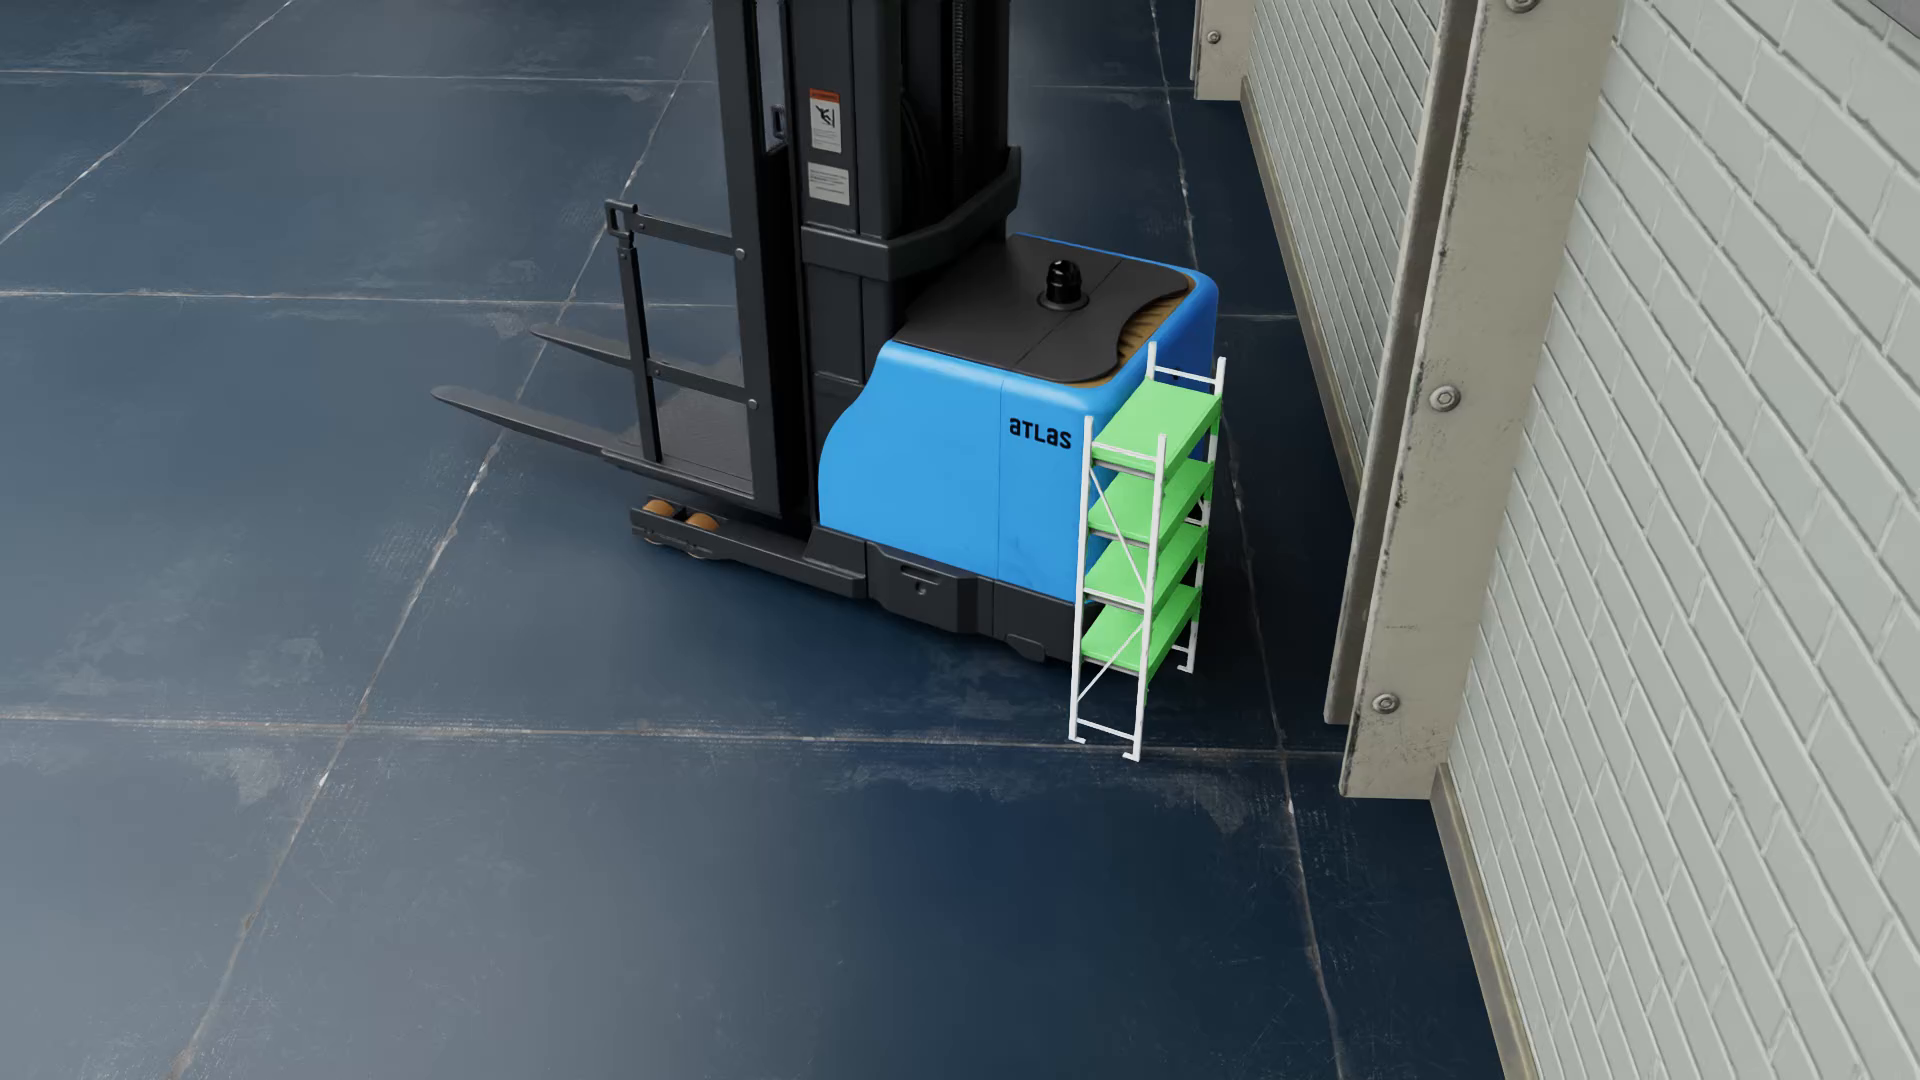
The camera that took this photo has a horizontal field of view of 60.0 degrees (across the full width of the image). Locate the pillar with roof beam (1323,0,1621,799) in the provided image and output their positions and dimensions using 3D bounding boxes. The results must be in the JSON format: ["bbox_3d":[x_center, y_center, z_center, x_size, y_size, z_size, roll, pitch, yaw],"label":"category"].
[{"bbox_3d":[-2.966,-3.101,2.836,9.100,9.000,0.400,1,35,2],"label":"pillar with roof beam"}]

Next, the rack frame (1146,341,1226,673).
[{"bbox_3d":[0.679,-0.076,5.314,0.240,1.200,0.015,16,38,22],"label":"rack frame"}]

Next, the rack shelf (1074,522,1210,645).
[{"bbox_3d":[0.570,0.102,5.173,0.258,0.148,0.480,16,38,22],"label":"rack shelf"}]

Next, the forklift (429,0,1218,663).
[{"bbox_3d":[-0.650,-1.379,5.663,3.031,2.935,1.130,17,38,22],"label":"forklift"}]

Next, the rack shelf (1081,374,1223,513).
[{"bbox_3d":[0.570,-0.291,4.897,0.258,0.148,0.480,16,38,22],"label":"rack shelf"}]

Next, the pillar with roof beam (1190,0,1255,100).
[{"bbox_3d":[-2.725,-6.548,7.741,9.100,9.000,0.400,1,35,2],"label":"pillar with roof beam"}]

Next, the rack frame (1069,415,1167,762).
[{"bbox_3d":[0.460,0.175,4.958,0.240,1.200,0.015,16,38,22],"label":"rack frame"}]

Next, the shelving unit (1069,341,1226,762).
[{"bbox_3d":[0.570,0.050,5.136,0.258,1.200,0.503,16,38,22],"label":"shelving unit"}]

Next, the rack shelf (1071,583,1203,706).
[{"bbox_3d":[0.570,0.298,5.311,0.258,0.148,0.480,16,38,22],"label":"rack shelf"}]

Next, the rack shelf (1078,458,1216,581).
[{"bbox_3d":[0.570,-0.094,5.035,0.258,0.148,0.480,16,38,22],"label":"rack shelf"}]
